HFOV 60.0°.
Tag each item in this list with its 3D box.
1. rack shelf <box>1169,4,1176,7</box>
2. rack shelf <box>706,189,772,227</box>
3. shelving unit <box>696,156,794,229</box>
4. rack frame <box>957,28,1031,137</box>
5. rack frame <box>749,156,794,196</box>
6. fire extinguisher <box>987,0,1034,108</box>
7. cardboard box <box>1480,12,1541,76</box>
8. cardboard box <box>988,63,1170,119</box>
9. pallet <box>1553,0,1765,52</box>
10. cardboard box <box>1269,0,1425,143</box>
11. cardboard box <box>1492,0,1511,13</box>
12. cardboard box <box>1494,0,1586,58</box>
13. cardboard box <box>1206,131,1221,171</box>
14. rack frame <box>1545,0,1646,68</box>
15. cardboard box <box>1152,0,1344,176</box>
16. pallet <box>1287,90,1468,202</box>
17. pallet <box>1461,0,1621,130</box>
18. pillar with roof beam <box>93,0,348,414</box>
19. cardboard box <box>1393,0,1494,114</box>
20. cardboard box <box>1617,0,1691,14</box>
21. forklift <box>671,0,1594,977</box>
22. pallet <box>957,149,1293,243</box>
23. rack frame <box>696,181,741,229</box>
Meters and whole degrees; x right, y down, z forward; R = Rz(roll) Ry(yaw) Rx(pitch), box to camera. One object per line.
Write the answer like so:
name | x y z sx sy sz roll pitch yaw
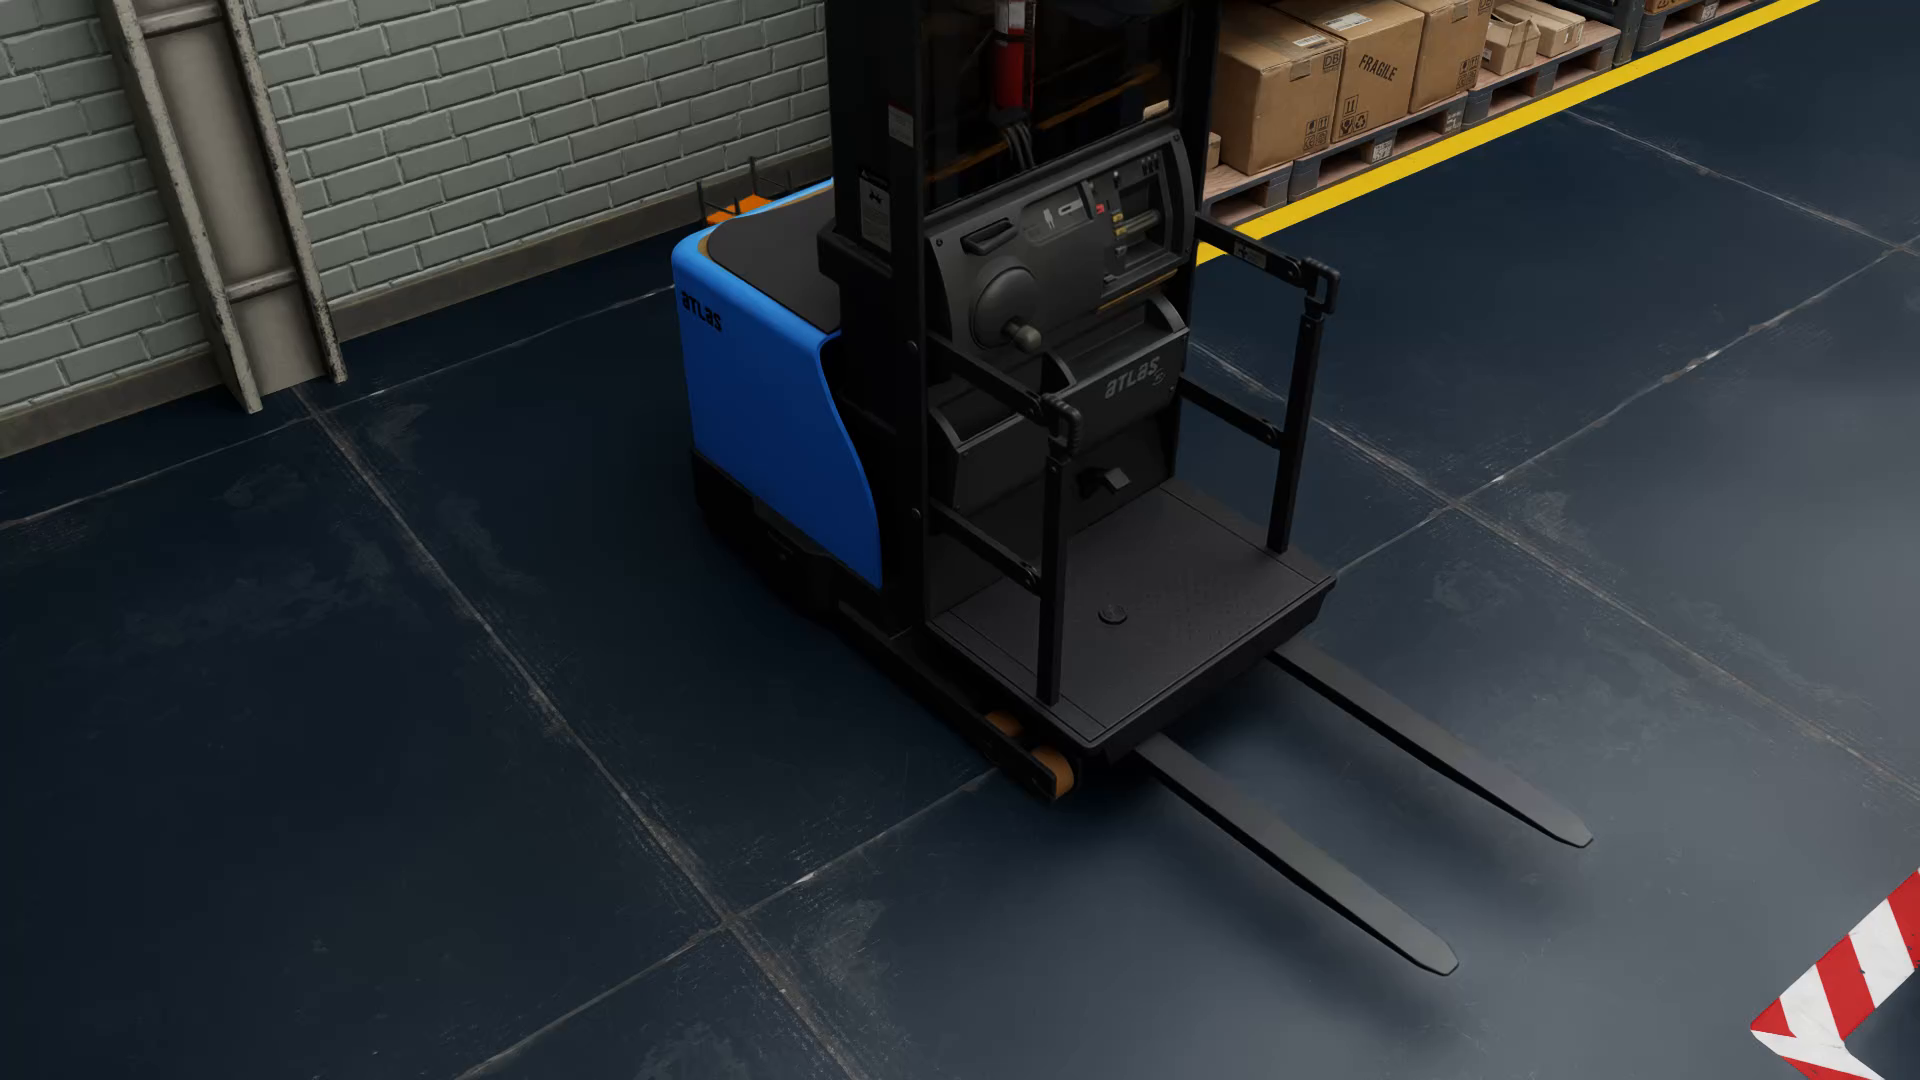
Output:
rack shelf | 1.626 -2.876 7.458 4.000 0.370 1.077 -26 46 -28
rack shelf | -0.713 -1.021 5.727 0.215 0.259 0.240 26 46 33
shelving unit | -0.701 -0.803 5.892 0.215 1.050 0.252 26 46 33
rack frame | 0.040 -2.381 6.287 0.127 3.000 1.000 -26 46 -28
rack frame | -0.622 -0.862 5.963 0.200 1.050 0.008 26 46 33
fire extinguisher | 0.205 -1.918 6.077 0.183 0.674 0.296 -26 46 -28
cardboard box | 2.666 -2.531 8.295 0.258 0.266 0.396 -24 45 -27
cardboard box | 0.583 -1.767 7.176 0.637 0.503 0.797 -28 47 -30
pallet | 3.834 -3.182 9.463 1.213 0.211 1.003 -26 46 -28
cardboard box | 1.765 -2.230 7.744 0.500 0.500 0.500 -25 46 -27
cardboard box | 2.544 -2.913 8.725 0.500 0.311 0.500 -24 45 -27
cardboard box | 2.949 -2.624 8.500 0.250 0.149 0.380 -27 47 -29
cardboard box | 0.944 -1.774 7.465 0.250 0.149 0.380 -28 47 -30
rack frame | 3.212 -3.927 8.172 0.127 3.000 1.000 -26 46 -28
cardboard box | 1.284 -2.076 7.556 0.500 0.500 0.700 -24 45 -26
pallet | 1.699 -2.110 8.155 1.213 0.211 1.003 -26 46 -28
pallet | 2.667 -2.584 8.733 1.213 0.211 1.003 -26 46 -28
pillar with roof beam | -0.024 -1.947 1.028 0.400 9.000 9.100 -26 46 -28
cardboard box | 2.108 -2.478 8.045 0.500 0.500 0.700 -28 47 -30
cardboard box | 3.733 -3.197 8.921 0.500 0.500 0.500 -24 45 -26
forklift | 0.435 -0.743 4.345 1.130 2.935 3.031 -30 48 -31
pallet | 0.732 -1.641 7.584 1.213 0.211 1.003 -26 46 -28
rack frame | -0.781 -0.744 5.820 0.200 1.050 0.008 26 46 33
